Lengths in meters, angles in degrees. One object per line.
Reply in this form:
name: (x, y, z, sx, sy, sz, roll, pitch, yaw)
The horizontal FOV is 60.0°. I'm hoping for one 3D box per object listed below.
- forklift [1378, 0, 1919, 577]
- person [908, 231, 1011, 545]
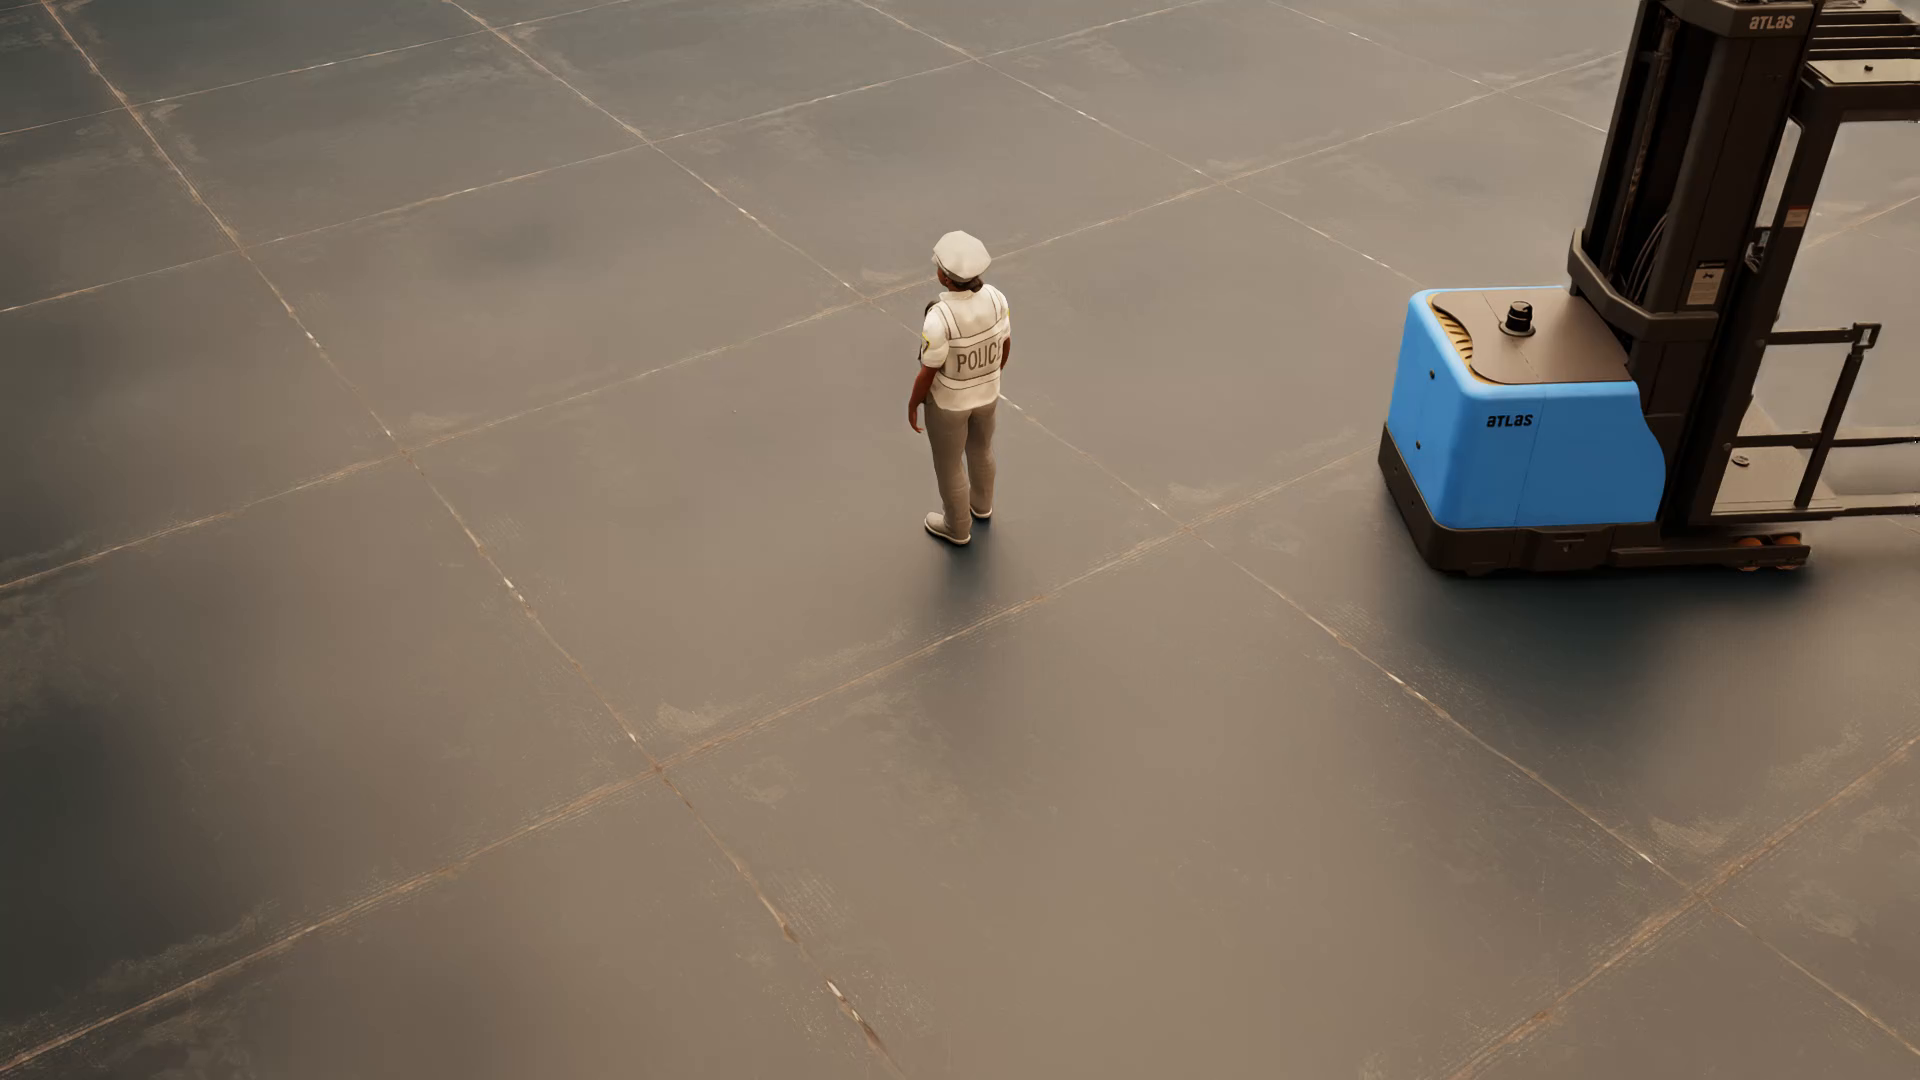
forklift: (3.762, -1.337, 7.753, 3.031, 2.935, 1.130, -2, 37, -3)
person: (-0.027, -0.731, 7.960, 0.569, 1.695, 0.528, -23, 42, -28)
